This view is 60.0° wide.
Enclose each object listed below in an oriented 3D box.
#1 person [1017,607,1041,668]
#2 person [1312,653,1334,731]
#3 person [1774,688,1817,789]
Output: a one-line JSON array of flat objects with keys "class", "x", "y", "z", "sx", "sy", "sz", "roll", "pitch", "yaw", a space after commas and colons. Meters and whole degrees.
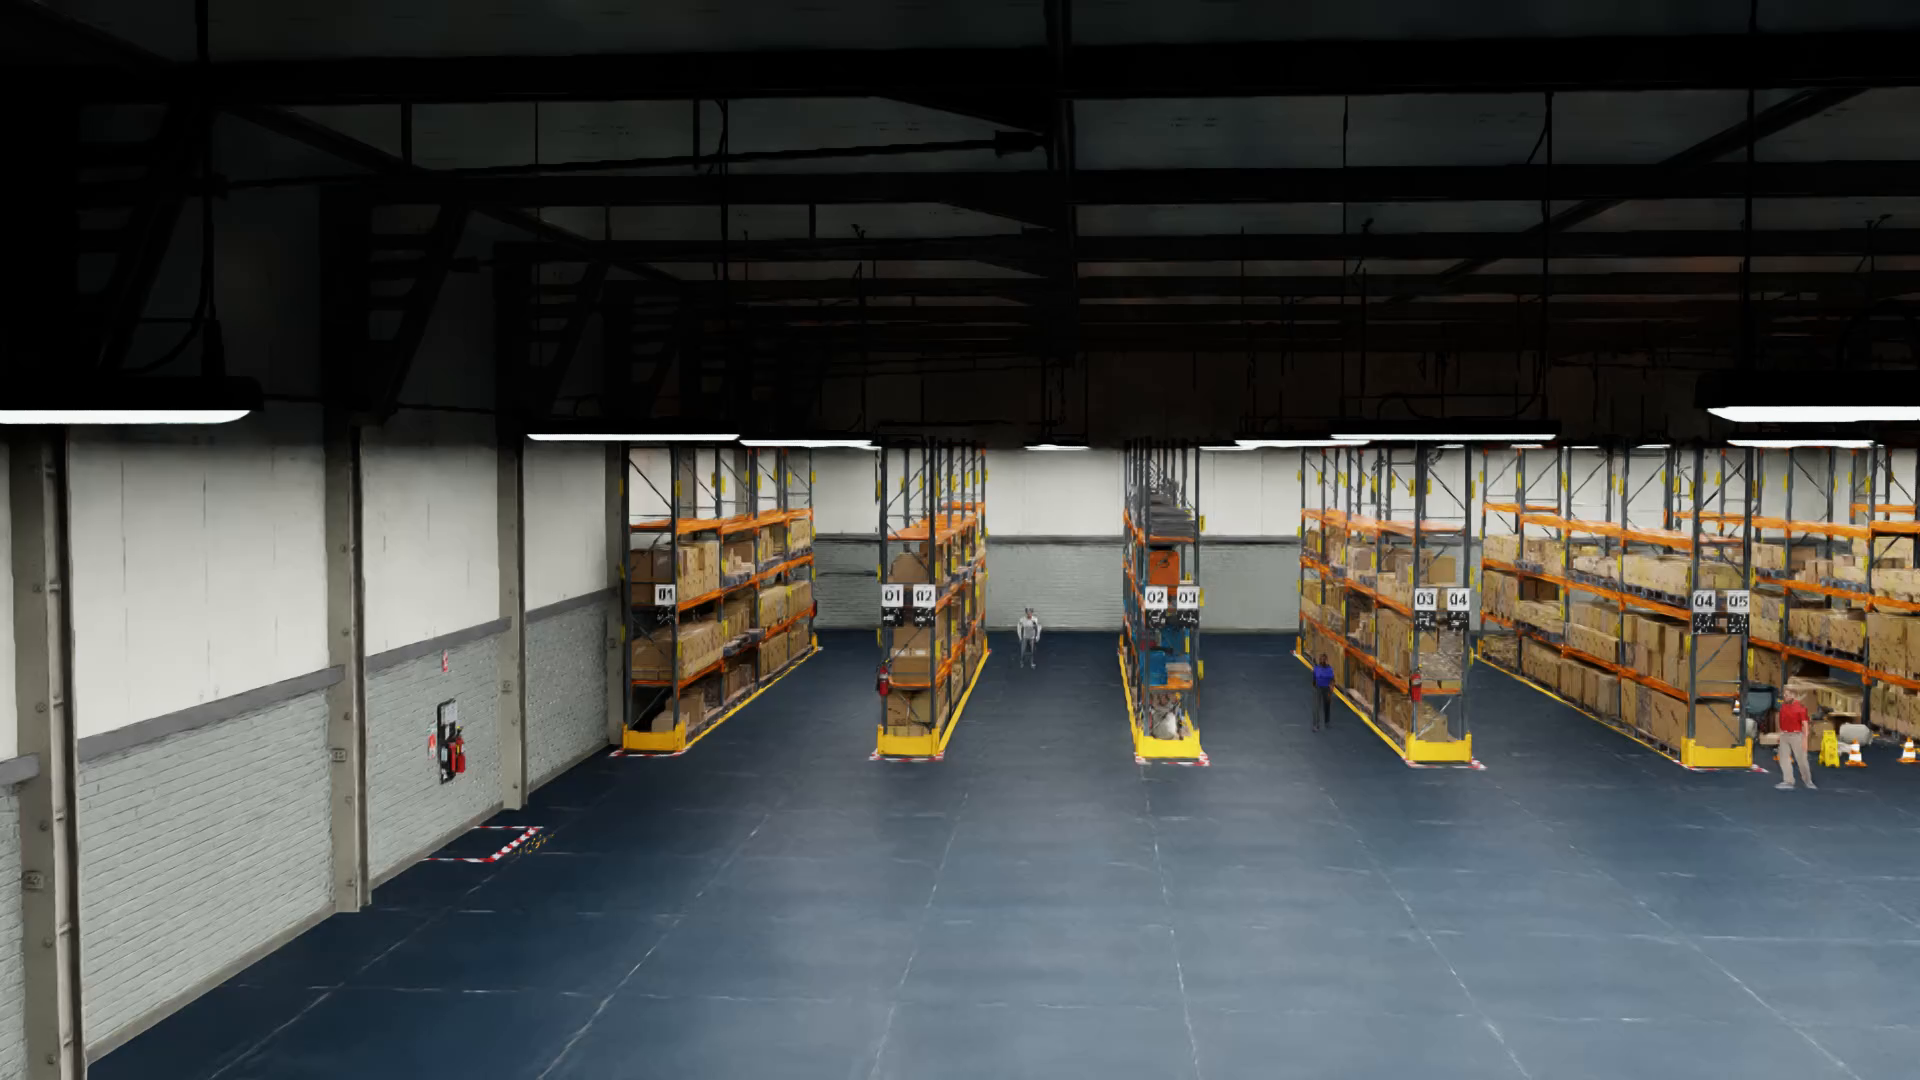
[{"class": "person", "x": 1.818, "y": 2.570, "z": 43.898, "sx": 0.639, "sy": 1.628, "sz": 0.512, "roll": 0, "pitch": 3, "yaw": 2}, {"class": "person", "x": 7.427, "y": 3.094, "z": 33.998, "sx": 0.443, "sy": 1.587, "sz": 0.991, "roll": 1, "pitch": 3, "yaw": 13}, {"class": "person", "x": 14.163, "y": 3.361, "z": 28.199, "sx": 0.535, "sy": 1.720, "sz": 0.644, "roll": -1, "pitch": 3, "yaw": -23}]
